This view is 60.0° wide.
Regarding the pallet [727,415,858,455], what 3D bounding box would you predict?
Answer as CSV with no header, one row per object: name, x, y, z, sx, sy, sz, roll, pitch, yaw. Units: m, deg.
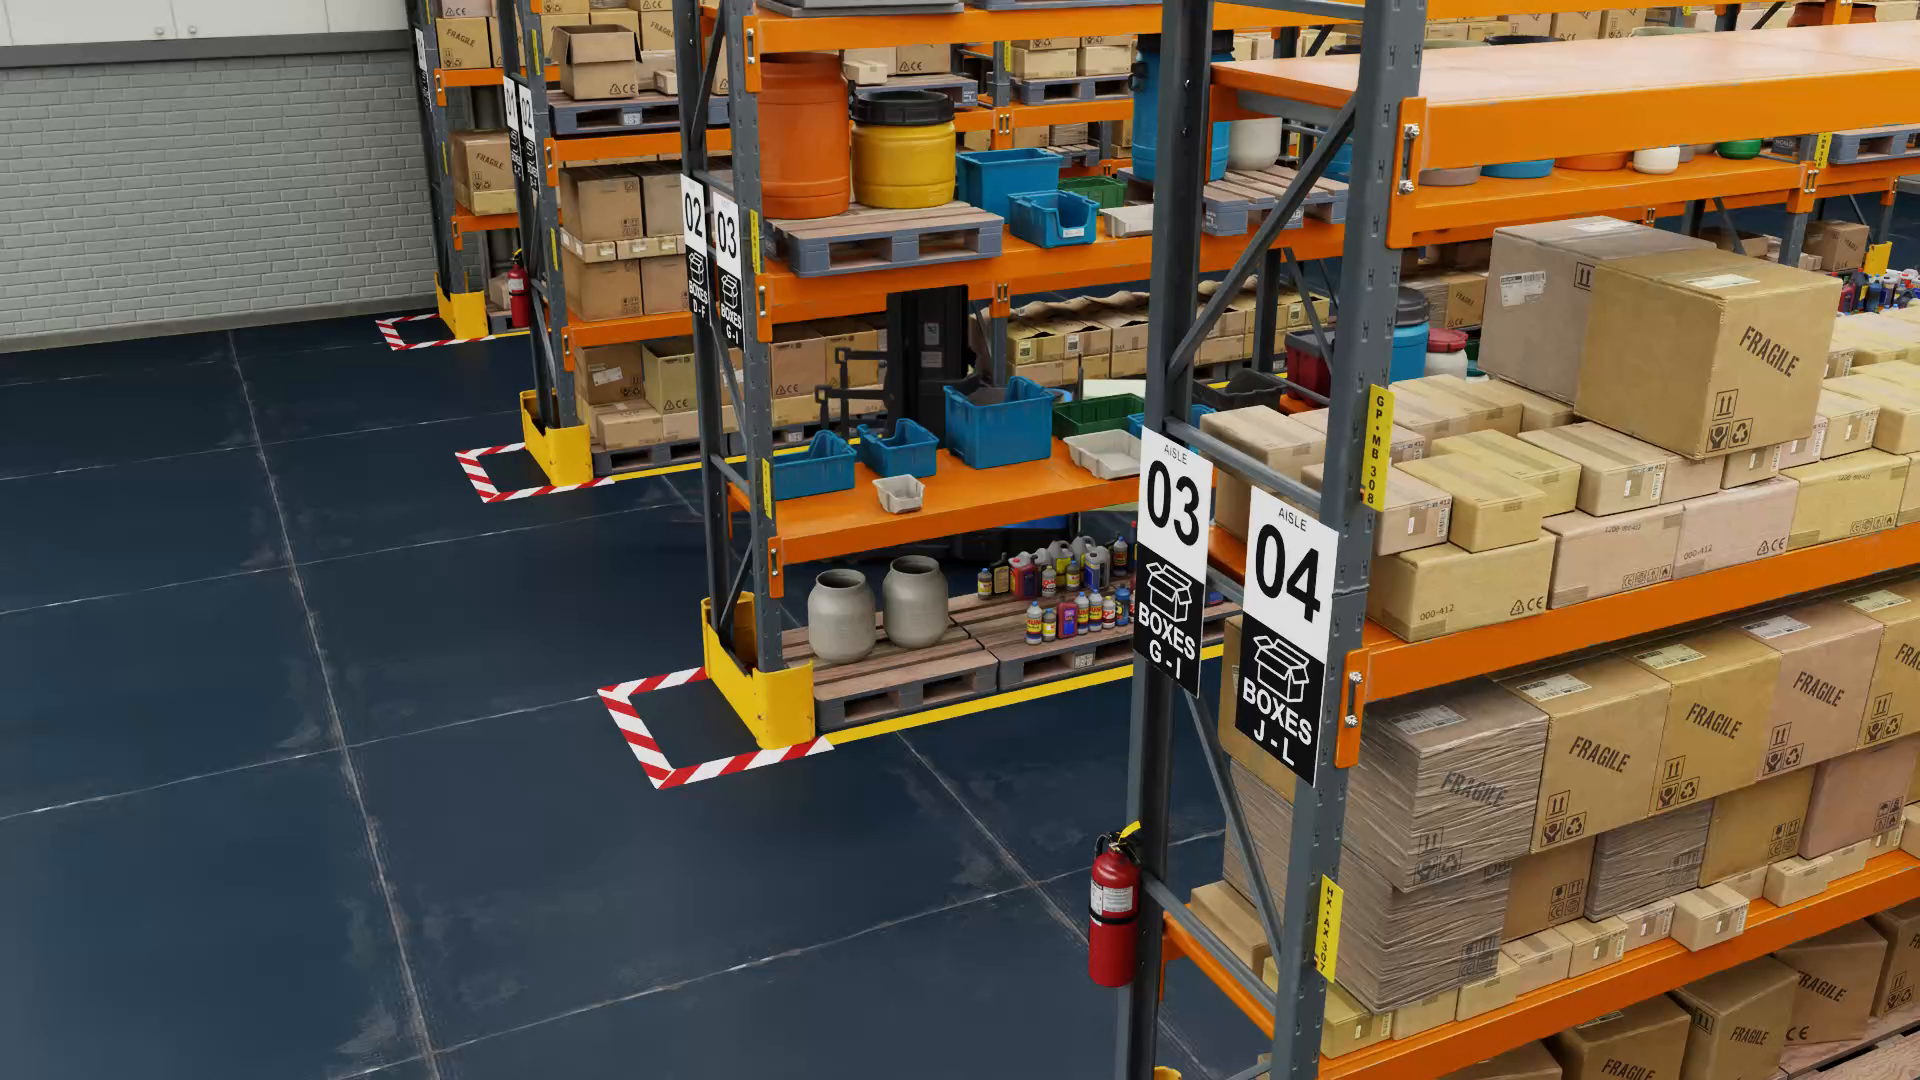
pallet,-1.673,-1.106,15.145,1.213,0.211,1.003,-10,25,-24

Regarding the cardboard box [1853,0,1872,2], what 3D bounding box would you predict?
cardboard box,10.033,-6.455,19.063,0.500,0.500,0.700,-10,25,-24

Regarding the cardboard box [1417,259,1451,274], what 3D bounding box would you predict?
cardboard box,4.975,-2.749,18.162,0.500,0.500,0.500,-11,25,-26

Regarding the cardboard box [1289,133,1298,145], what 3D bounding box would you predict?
cardboard box,4.355,-5.347,22.048,0.250,0.149,0.380,-10,25,-24

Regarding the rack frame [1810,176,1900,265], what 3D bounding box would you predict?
rack frame,10.976,-4.706,20.197,0.127,3.000,1.000,-10,25,-24

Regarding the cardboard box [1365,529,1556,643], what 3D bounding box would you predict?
cardboard box,1.398,0.055,4.969,0.500,0.250,0.500,-10,24,-22

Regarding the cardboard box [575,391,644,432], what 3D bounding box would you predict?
cardboard box,-3.086,-1.166,14.692,0.500,0.250,0.500,-10,25,-24

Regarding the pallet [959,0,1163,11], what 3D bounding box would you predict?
pallet,0.476,-3.157,9.382,1.213,0.211,1.003,-10,25,-24

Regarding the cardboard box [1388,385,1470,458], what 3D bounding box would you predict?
cardboard box,1.451,-0.378,5.493,0.250,0.149,0.380,-12,25,-26

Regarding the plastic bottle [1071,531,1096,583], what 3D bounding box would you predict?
plastic bottle,0.847,0.106,11.461,0.185,0.351,0.144,-11,25,-24

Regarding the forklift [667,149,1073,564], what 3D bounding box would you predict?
forklift,-0.671,-1.380,12.251,3.031,2.935,1.130,2,23,4

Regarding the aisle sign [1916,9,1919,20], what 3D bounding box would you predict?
aisle sign,11.170,-5.813,19.472,0.004,0.787,0.394,-10,25,-24

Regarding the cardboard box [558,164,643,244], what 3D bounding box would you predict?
cardboard box,-2.967,-2.779,13.715,0.500,0.500,0.700,-10,25,-23

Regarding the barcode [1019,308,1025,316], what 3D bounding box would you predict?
barcode,0.573,-2.106,15.354,0.075,0.075,0.001,-10,25,-24

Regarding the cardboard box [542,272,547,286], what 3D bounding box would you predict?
cardboard box,-4.417,-2.898,18.769,0.500,0.311,0.500,-8,24,-19

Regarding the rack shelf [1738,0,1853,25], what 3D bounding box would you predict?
rack shelf,7.714,-4.258,12.734,4.000,0.370,1.077,-10,25,-24

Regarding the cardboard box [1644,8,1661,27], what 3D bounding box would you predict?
cardboard box,7.692,-5.764,18.374,0.500,0.250,0.500,-10,25,-24

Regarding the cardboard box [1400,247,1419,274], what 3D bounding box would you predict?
cardboard box,4.557,-3.021,17.838,0.500,0.250,0.500,-9,24,-22

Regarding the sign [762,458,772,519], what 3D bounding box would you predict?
sign,-1.062,-0.282,9.147,0.005,0.325,0.100,-10,25,-24

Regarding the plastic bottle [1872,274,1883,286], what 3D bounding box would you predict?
plastic bottle,7.774,-2.128,14.137,0.097,0.271,0.097,0,22,0

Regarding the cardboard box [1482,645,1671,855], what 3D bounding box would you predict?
cardboard box,1.919,0.639,5.457,0.500,0.500,0.500,-10,25,-24

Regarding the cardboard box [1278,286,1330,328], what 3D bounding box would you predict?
cardboard box,3.402,-2.390,16.914,0.500,0.311,0.500,-10,24,-22

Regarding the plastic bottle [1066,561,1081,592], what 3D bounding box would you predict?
plastic bottle,0.772,0.240,11.332,0.097,0.201,0.097,0,22,0

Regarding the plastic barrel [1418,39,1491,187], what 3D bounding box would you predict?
plastic barrel,3.261,-2.893,11.240,0.600,0.901,0.600,0,22,0

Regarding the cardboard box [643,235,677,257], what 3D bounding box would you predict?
cardboard box,-2.532,-2.474,13.827,0.250,0.149,0.380,-10,25,-23

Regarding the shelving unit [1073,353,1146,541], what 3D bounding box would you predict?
shelving unit,1.235,-0.588,12.210,0.755,1.500,0.431,1,22,2

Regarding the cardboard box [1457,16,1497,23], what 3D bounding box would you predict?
cardboard box,5.082,-5.512,16.785,0.500,0.500,0.500,-10,25,-24

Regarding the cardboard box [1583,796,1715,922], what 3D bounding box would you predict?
cardboard box,2.227,0.905,6.122,0.500,0.500,0.875,-10,25,-24

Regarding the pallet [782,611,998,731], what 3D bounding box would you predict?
pallet,-0.514,0.782,10.584,1.213,0.211,1.003,-10,25,-24

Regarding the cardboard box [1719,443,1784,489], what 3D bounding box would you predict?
cardboard box,2.387,-0.308,5.326,0.250,0.149,0.380,-12,25,-26

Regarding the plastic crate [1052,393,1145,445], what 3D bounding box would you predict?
plastic crate,0.962,-0.782,10.994,0.662,0.188,0.450,-10,25,-24

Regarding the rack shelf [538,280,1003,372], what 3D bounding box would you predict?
rack shelf,-1.639,-2.051,14.724,4.000,0.370,1.077,-10,25,-24

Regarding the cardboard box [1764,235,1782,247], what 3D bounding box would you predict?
cardboard box,9.912,-3.563,20.456,0.500,0.250,0.500,-10,25,-24

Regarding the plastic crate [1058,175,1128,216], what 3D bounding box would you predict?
plastic crate,0.768,-2.128,10.324,0.450,0.188,0.336,-10,25,-24

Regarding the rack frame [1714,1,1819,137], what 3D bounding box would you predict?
rack frame,5.912,-4.443,11.718,0.127,3.000,1.000,-10,25,-24

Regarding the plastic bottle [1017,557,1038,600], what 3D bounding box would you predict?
plastic bottle,0.454,0.256,11.186,0.133,0.283,0.061,-10,25,-24

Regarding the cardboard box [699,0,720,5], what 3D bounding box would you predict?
cardboard box,-2.815,-6.054,18.067,0.500,0.500,0.500,-9,24,-21

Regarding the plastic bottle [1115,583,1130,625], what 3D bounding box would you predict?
plastic bottle,1.054,0.413,10.823,0.097,0.271,0.097,0,22,0

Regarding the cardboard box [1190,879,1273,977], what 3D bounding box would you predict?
cardboard box,1.019,1.360,5.870,0.250,0.149,0.380,-10,25,-24

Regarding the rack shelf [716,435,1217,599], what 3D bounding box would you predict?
rack shelf,0.506,-0.344,10.599,4.000,0.370,1.077,-10,25,-24

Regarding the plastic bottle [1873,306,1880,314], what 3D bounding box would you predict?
plastic bottle,7.207,-1.699,13.086,0.133,0.283,0.061,-10,25,-24

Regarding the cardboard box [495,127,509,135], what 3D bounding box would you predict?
cardboard box,-4.803,-4.276,18.349,0.500,0.500,0.500,-10,25,-23

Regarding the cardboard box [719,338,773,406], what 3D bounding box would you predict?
cardboard box,-1.967,-1.505,14.530,0.500,0.500,0.500,-10,25,-24

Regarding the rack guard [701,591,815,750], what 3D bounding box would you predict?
rack guard,-1.248,0.782,10.207,0.348,0.500,1.175,-10,25,-24

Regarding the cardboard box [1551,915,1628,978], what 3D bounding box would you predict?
cardboard box,2.122,1.355,5.884,0.250,0.149,0.380,-10,25,-24

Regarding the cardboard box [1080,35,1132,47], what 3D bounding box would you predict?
cardboard box,1.239,-4.764,15.081,0.500,0.500,0.500,-8,24,-19

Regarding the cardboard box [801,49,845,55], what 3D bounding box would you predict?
cardboard box,-1.376,-4.178,14.133,0.637,0.503,0.797,-8,24,-18

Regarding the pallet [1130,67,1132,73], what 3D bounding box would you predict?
pallet,2.188,-4.348,15.656,1.213,0.211,1.003,-9,24,-21

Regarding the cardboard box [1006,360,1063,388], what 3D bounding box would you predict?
cardboard box,0.634,-1.620,15.789,0.500,0.250,0.500,-11,25,-25

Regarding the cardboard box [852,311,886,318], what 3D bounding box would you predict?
cardboard box,-0.838,-1.931,15.558,0.500,0.500,0.500,-10,25,-24

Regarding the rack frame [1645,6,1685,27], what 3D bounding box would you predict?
rack frame,7.371,-6.814,17.446,0.127,3.000,1.000,-10,25,-24

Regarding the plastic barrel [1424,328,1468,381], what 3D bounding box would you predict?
plastic barrel,3.265,-1.154,11.437,0.433,0.535,0.433,0,22,0
